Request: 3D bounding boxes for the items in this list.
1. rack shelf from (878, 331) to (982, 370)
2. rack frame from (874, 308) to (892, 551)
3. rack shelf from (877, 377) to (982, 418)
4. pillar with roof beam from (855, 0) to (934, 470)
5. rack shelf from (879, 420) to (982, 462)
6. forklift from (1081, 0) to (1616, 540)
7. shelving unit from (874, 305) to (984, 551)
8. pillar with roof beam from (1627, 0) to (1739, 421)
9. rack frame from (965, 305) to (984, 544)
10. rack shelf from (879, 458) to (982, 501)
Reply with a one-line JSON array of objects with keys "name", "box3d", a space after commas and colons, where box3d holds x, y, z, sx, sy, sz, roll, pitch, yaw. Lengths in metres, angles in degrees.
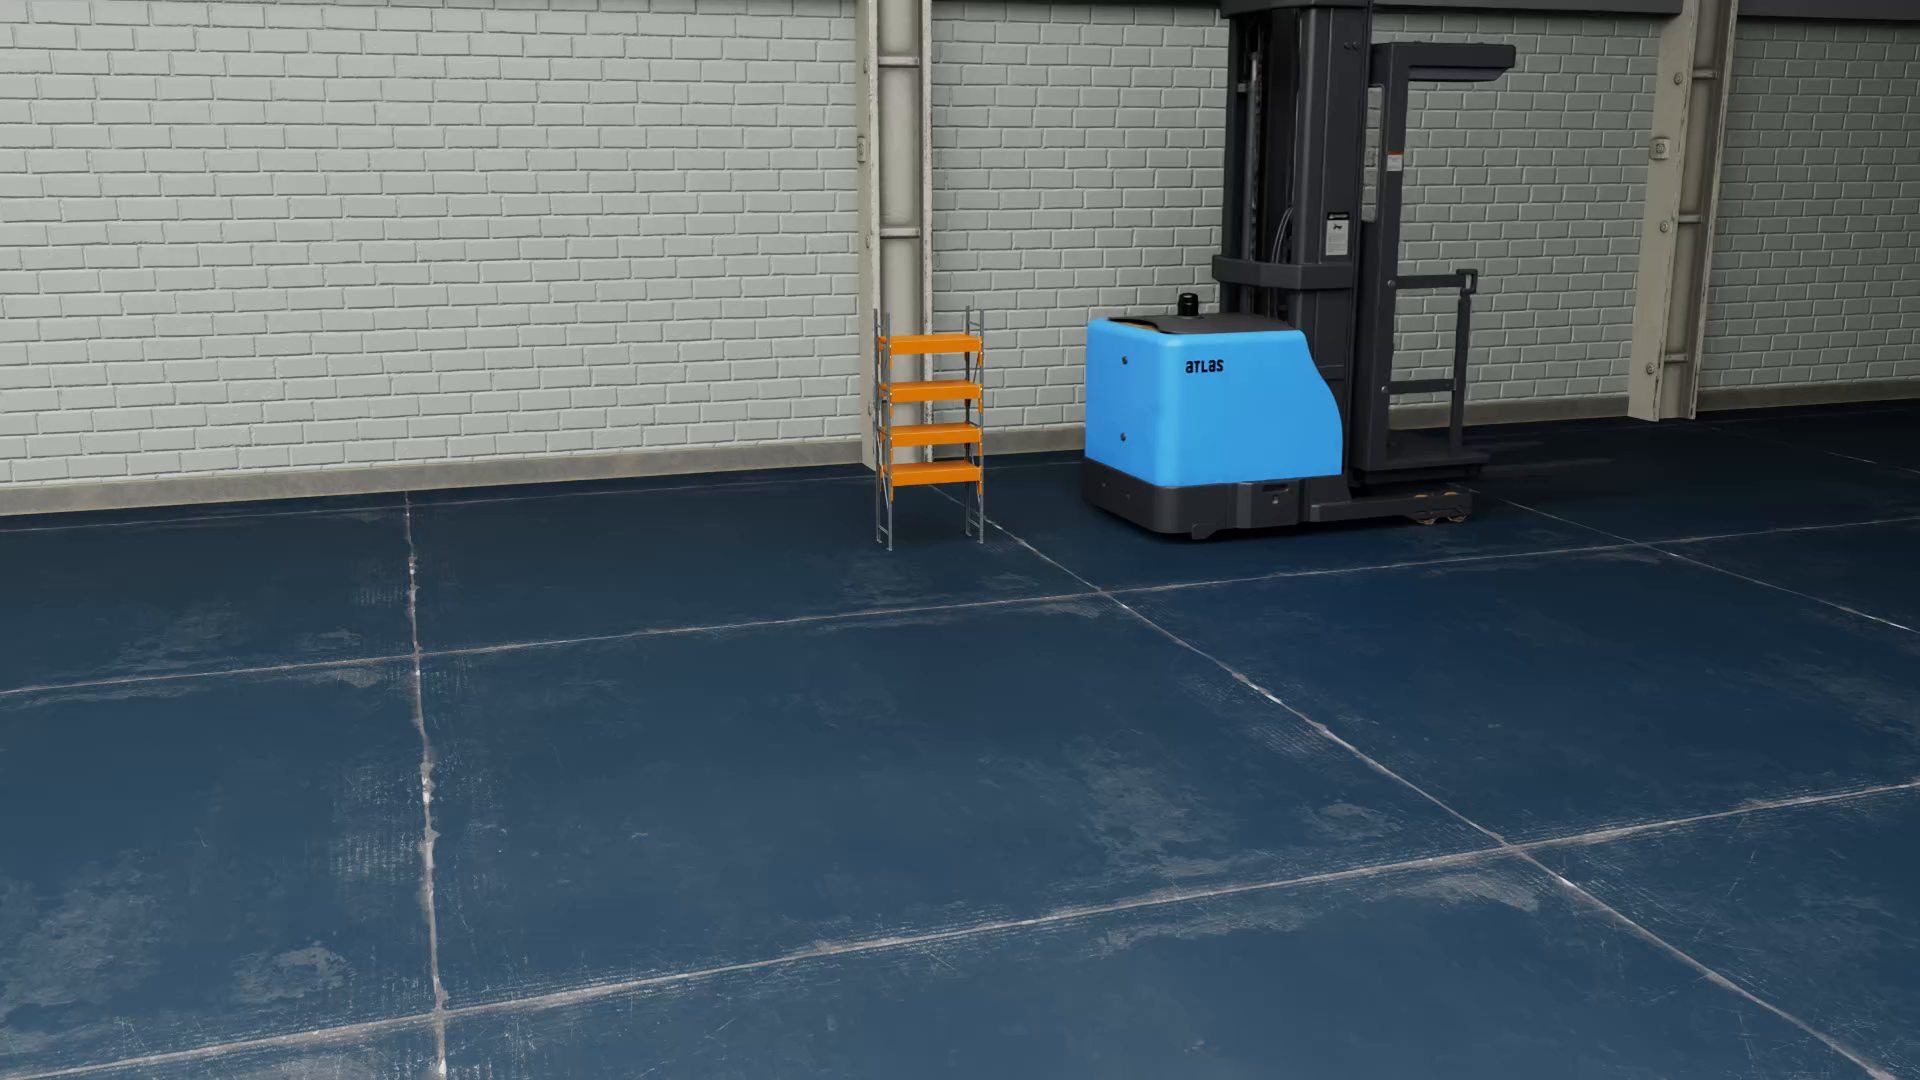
[{"name": "rack shelf", "box3d": [-0.157, -0.954, 8.362, 0.480, 0.148, 0.258, -4, 14, -18]}, {"name": "rack frame", "box3d": [-0.388, -0.553, 8.377, 0.015, 1.200, 0.240, -4, 14, -18]}, {"name": "rack shelf", "box3d": [-0.157, -0.724, 8.416, 0.480, 0.148, 0.258, -4, 14, -18]}, {"name": "pillar with roof beam", "box3d": [0.970, -3.920, 5.677, 0.400, 9.000, 9.100, -4, 14, -18]}, {"name": "rack shelf", "box3d": [-0.157, -0.506, 8.468, 0.480, 0.148, 0.258, -4, 14, -18]}, {"name": "forklift", "box3d": [2.253, -1.615, 9.100, 3.031, 2.935, 1.130, -5, 14, -20]}, {"name": "shelving unit", "box3d": [-0.157, -0.571, 8.453, 0.503, 1.200, 0.258, -4, 14, -18]}, {"name": "pillar with roof beam", "box3d": [6.656, -4.363, 7.539, 0.400, 9.000, 9.100, -4, 14, -18]}, {"name": "rack frame", "box3d": [0.074, -0.590, 8.528, 0.015, 1.200, 0.240, -4, 14, -18]}, {"name": "rack shelf", "box3d": [-0.157, -0.313, 8.514, 0.480, 0.148, 0.258, -4, 14, -18]}]
